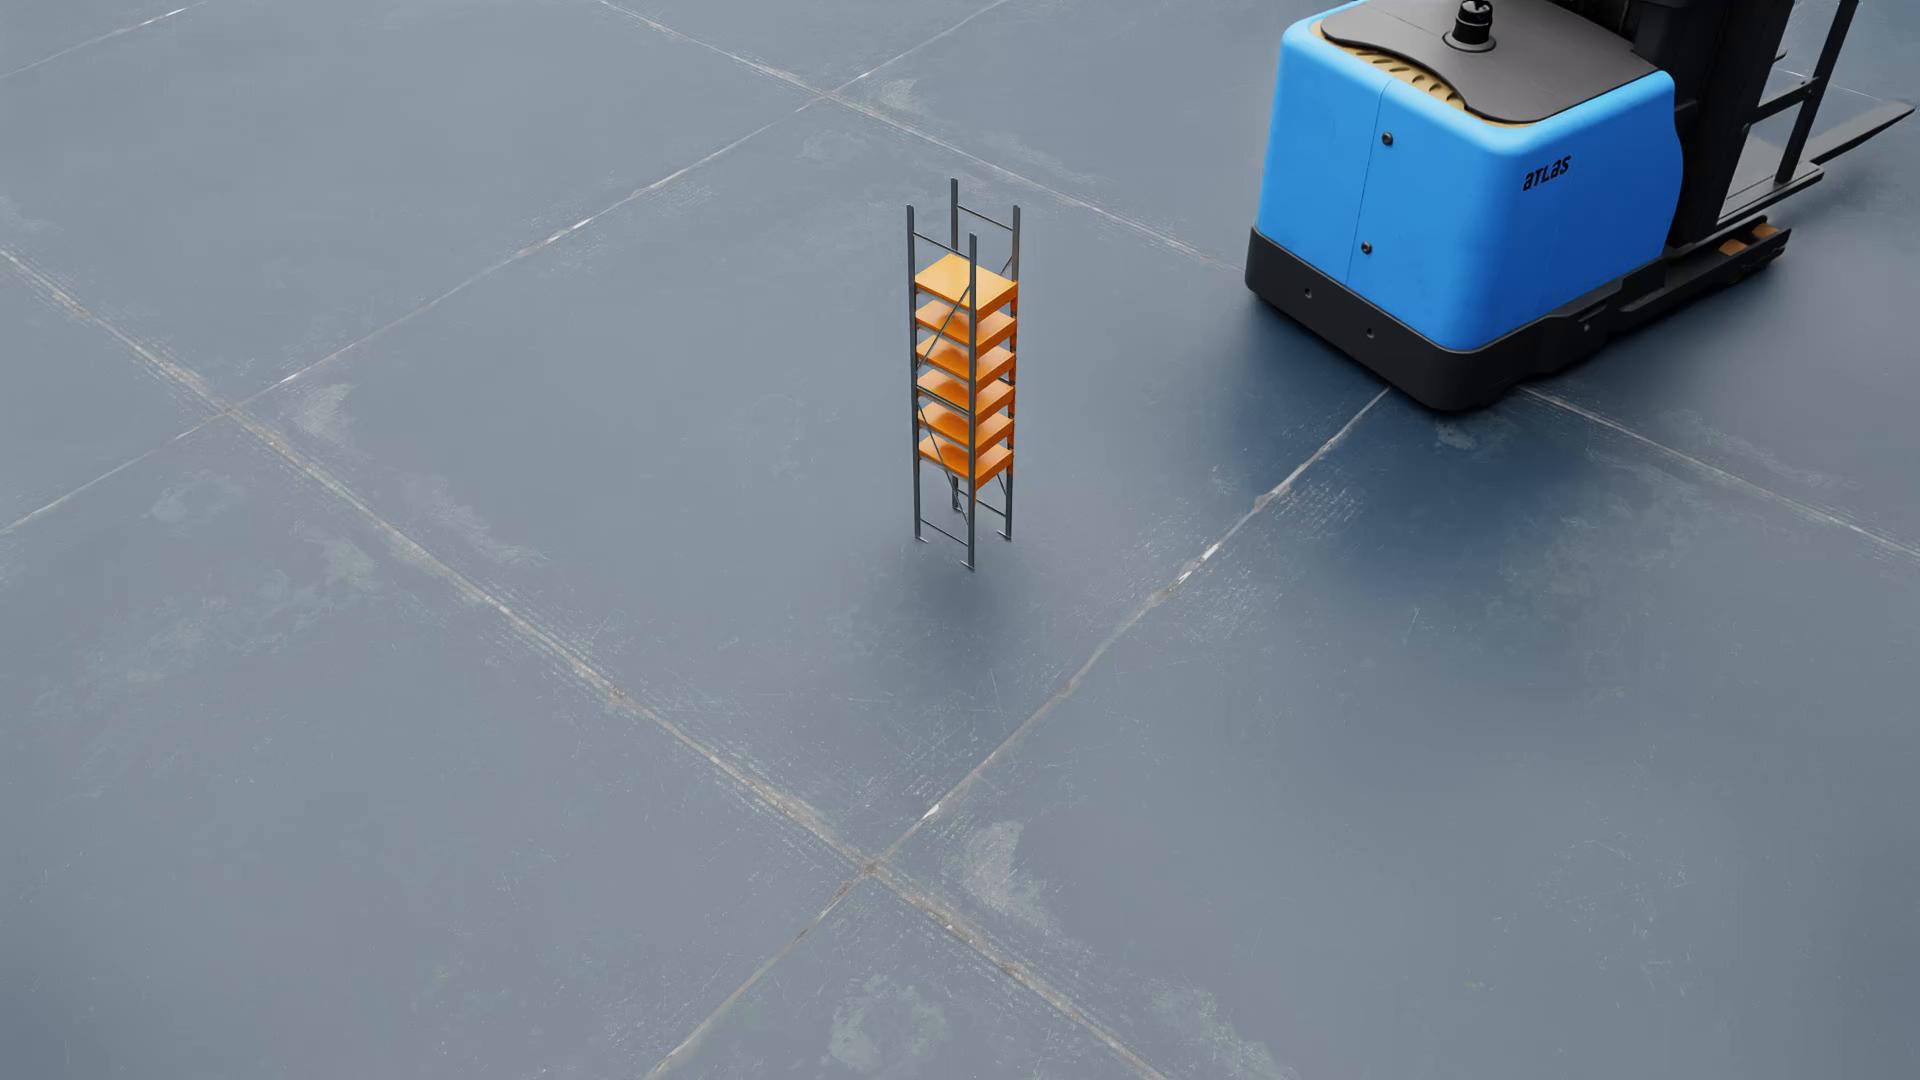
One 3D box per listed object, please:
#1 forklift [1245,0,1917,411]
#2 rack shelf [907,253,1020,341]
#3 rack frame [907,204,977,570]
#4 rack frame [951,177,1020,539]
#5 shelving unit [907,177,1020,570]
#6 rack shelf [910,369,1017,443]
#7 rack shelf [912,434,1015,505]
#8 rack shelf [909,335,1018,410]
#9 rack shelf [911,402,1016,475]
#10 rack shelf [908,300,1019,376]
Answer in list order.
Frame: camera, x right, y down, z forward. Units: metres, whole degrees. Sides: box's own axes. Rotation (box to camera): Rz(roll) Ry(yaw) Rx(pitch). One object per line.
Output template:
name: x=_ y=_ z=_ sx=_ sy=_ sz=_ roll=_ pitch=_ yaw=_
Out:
forklift: x=2.556 y=-2.320 z=5.623 sx=3.031 sy=2.935 sz=1.130 roll=-26 pitch=48 yaw=-26
rack shelf: x=0.009 y=-0.685 z=4.642 sx=0.258 sy=0.103 sz=0.180 roll=29 pitch=50 yaw=28
rack frame: x=-0.050 y=-0.404 z=4.803 sx=0.240 sy=1.200 sz=0.006 roll=29 pitch=50 yaw=28
rack frame: x=0.068 y=-0.498 z=4.906 sx=0.240 sy=1.200 sz=0.006 roll=29 pitch=50 yaw=28
shelving unit: x=0.009 y=-0.451 z=4.855 sx=0.258 sy=1.200 sz=0.189 roll=29 pitch=50 yaw=28
rack shelf: x=0.009 y=-0.419 z=4.884 sx=0.258 sy=0.103 sz=0.180 roll=29 pitch=50 yaw=28
rack shelf: x=0.009 y=-0.241 z=5.046 sx=0.258 sy=0.103 sz=0.180 roll=29 pitch=50 yaw=28
rack shelf: x=0.009 y=-0.507 z=4.804 sx=0.258 sy=0.103 sz=0.180 roll=29 pitch=50 yaw=28
rack shelf: x=0.009 y=-0.330 z=4.965 sx=0.258 sy=0.103 sz=0.180 roll=29 pitch=50 yaw=28
rack shelf: x=0.009 y=-0.596 z=4.723 sx=0.258 sy=0.103 sz=0.180 roll=29 pitch=50 yaw=28
